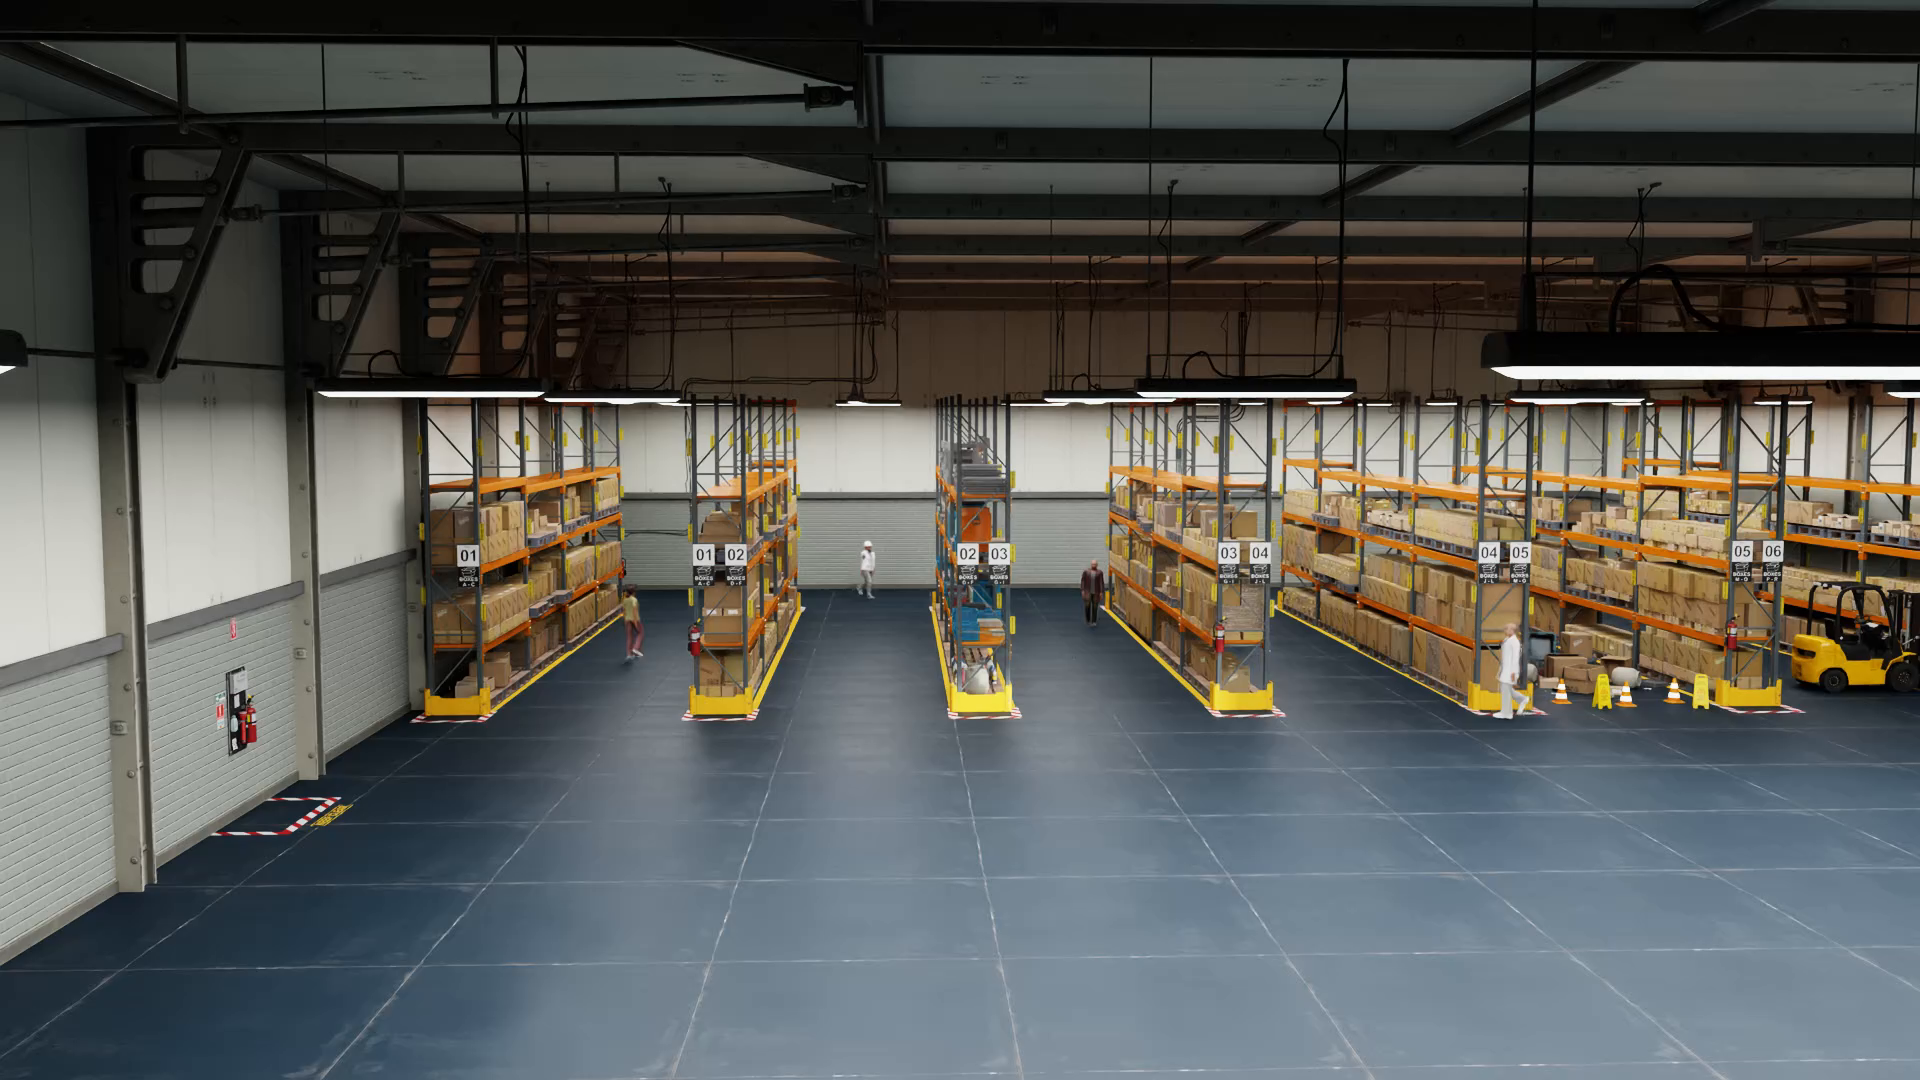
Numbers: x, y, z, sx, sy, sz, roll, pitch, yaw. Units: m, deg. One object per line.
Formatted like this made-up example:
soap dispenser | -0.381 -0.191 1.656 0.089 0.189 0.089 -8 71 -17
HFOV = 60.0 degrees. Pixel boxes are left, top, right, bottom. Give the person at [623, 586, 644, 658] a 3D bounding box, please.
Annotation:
person | -7.533 1.876 38.143 0.480 1.646 0.519 1 5 12

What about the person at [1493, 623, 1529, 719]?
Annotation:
person | 10.202 2.454 30.699 0.738 1.670 0.580 0 5 -3

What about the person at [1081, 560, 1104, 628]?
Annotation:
person | 3.470 1.440 43.637 0.607 1.753 0.587 0 4 0

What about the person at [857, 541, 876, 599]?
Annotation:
person | -2.831 0.891 50.271 0.855 1.746 0.532 3 6 37
